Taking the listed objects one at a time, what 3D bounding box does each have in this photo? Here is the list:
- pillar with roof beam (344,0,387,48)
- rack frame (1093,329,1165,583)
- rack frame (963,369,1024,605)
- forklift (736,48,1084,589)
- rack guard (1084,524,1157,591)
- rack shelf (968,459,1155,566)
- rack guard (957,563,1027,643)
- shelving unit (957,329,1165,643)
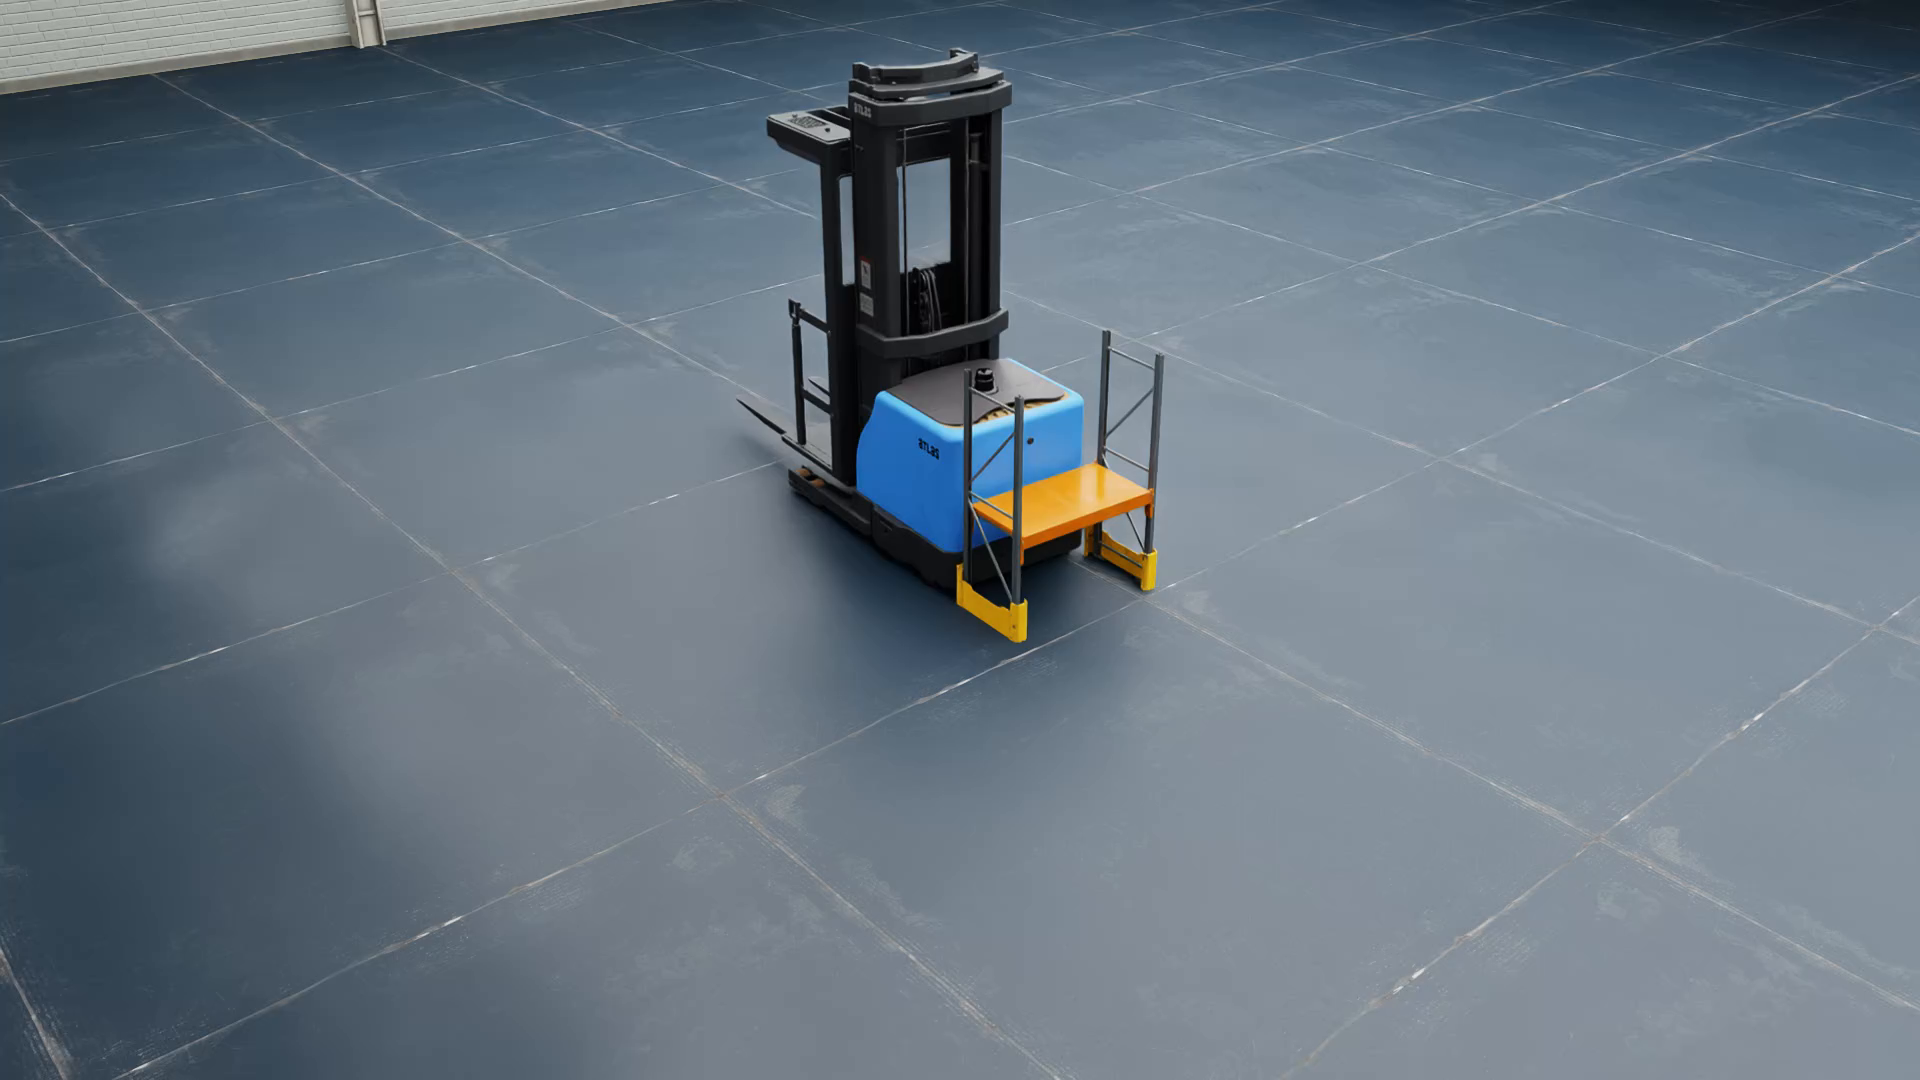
[{"bbox_3d":[-5.718,-9.558,18.946,0.400,9.000,9.100,-22,35,-35],"label":"pillar with roof beam"},{"bbox_3d":[0.994,-0.476,9.908,0.032,1.500,0.500,-19,34,-32],"label":"rack frame"},{"bbox_3d":[0.180,-0.189,9.370,0.032,1.500,0.500,-19,34,-32],"label":"rack frame"},{"bbox_3d":[-0.493,-1.646,10.579,1.130,2.935,3.031,-18,33,-30],"label":"forklift"},{"bbox_3d":[0.978,0.081,10.192,0.087,0.250,0.587,-19,34,-32],"label":"rack guard"},{"bbox_3d":[0.587,-0.174,9.724,1.000,0.185,0.538,-19,34,-32],"label":"rack shelf"},{"bbox_3d":[0.181,0.362,9.666,0.087,0.250,0.587,-19,34,-32],"label":"rack guard"},{"bbox_3d":[0.580,-0.330,9.634,1.083,1.500,0.587,-19,34,-32],"label":"shelving unit"}]
